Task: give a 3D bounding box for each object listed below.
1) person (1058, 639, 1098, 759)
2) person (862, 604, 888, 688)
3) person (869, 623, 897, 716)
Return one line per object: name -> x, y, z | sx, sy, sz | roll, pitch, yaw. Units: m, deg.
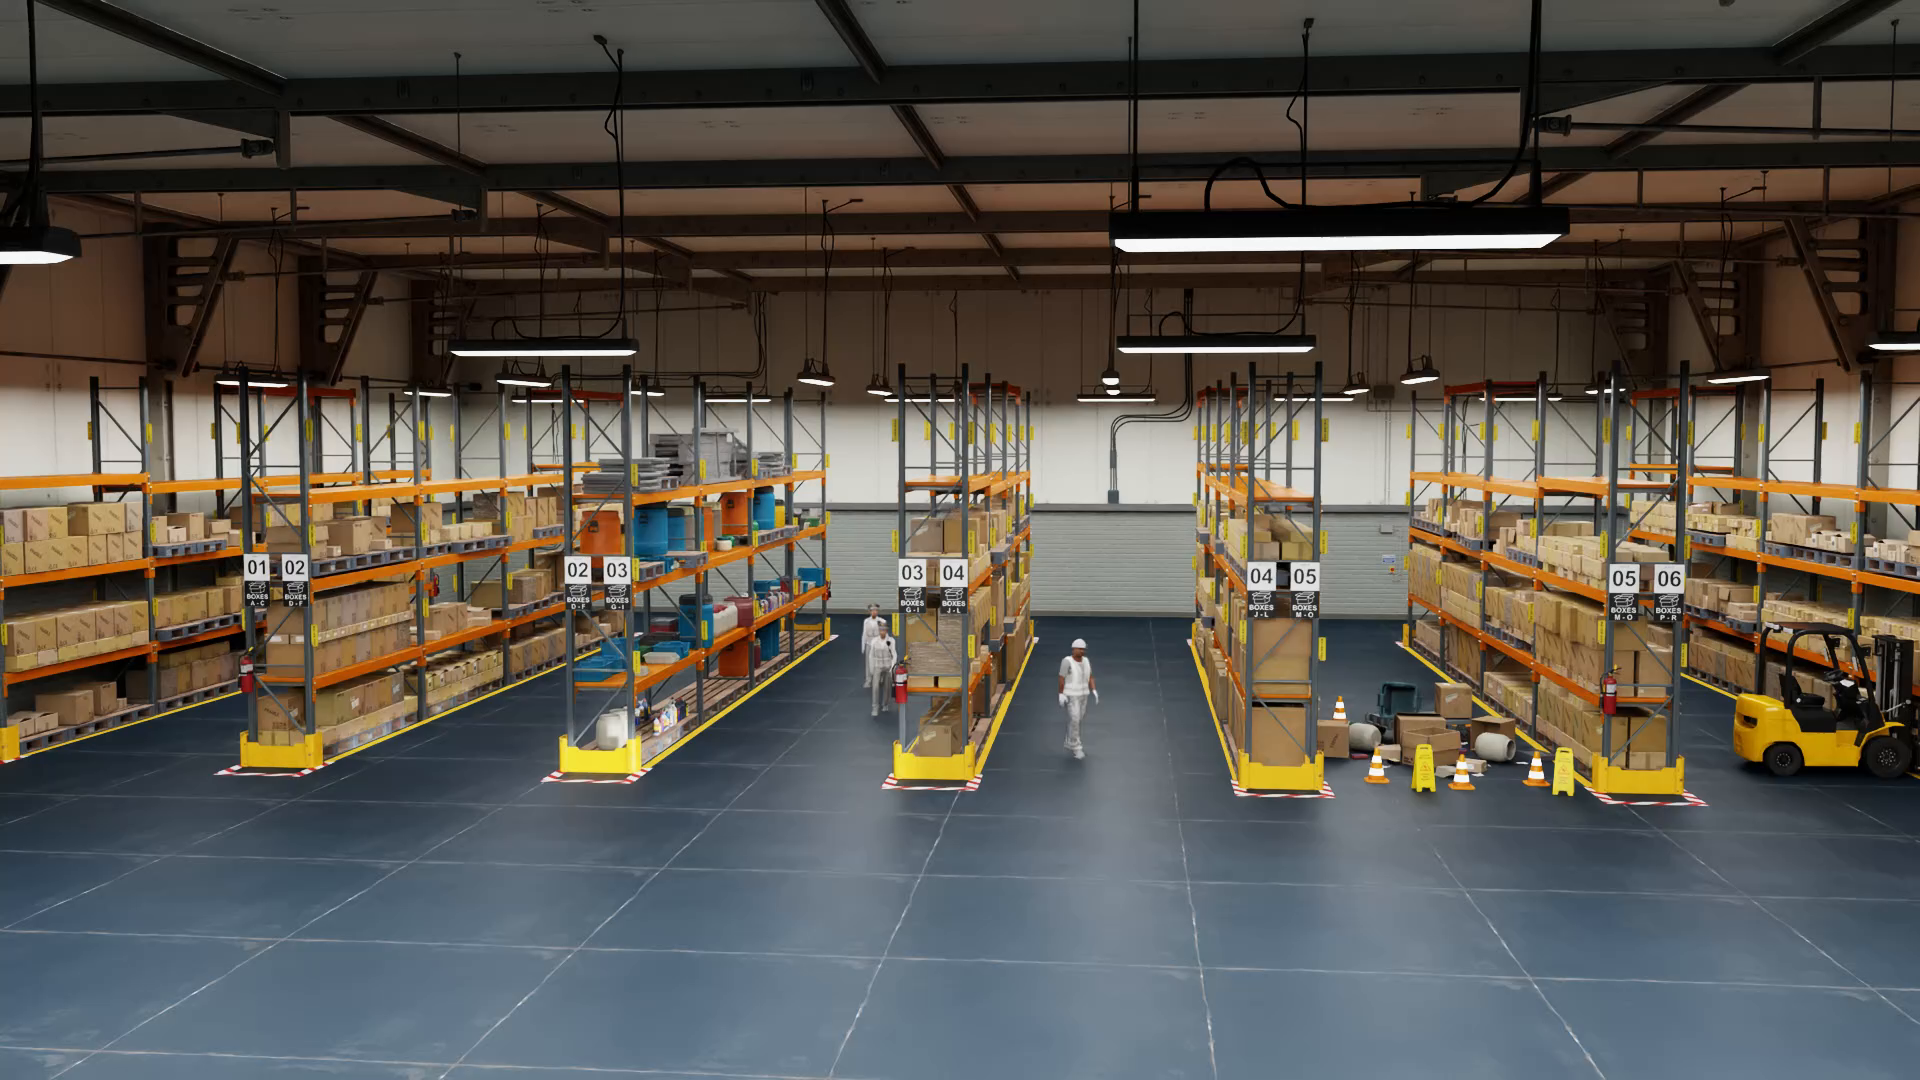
person -> 1.864, 2.455, 25.989 | 0.577, 1.811, 0.704 | -3, 5, -41
person -> -1.689, 2.062, 32.774 | 0.554, 1.623, 1.041 | 1, 4, 8
person -> -1.361, 2.270, 29.518 | 0.497, 1.628, 0.934 | 0, 4, -6
